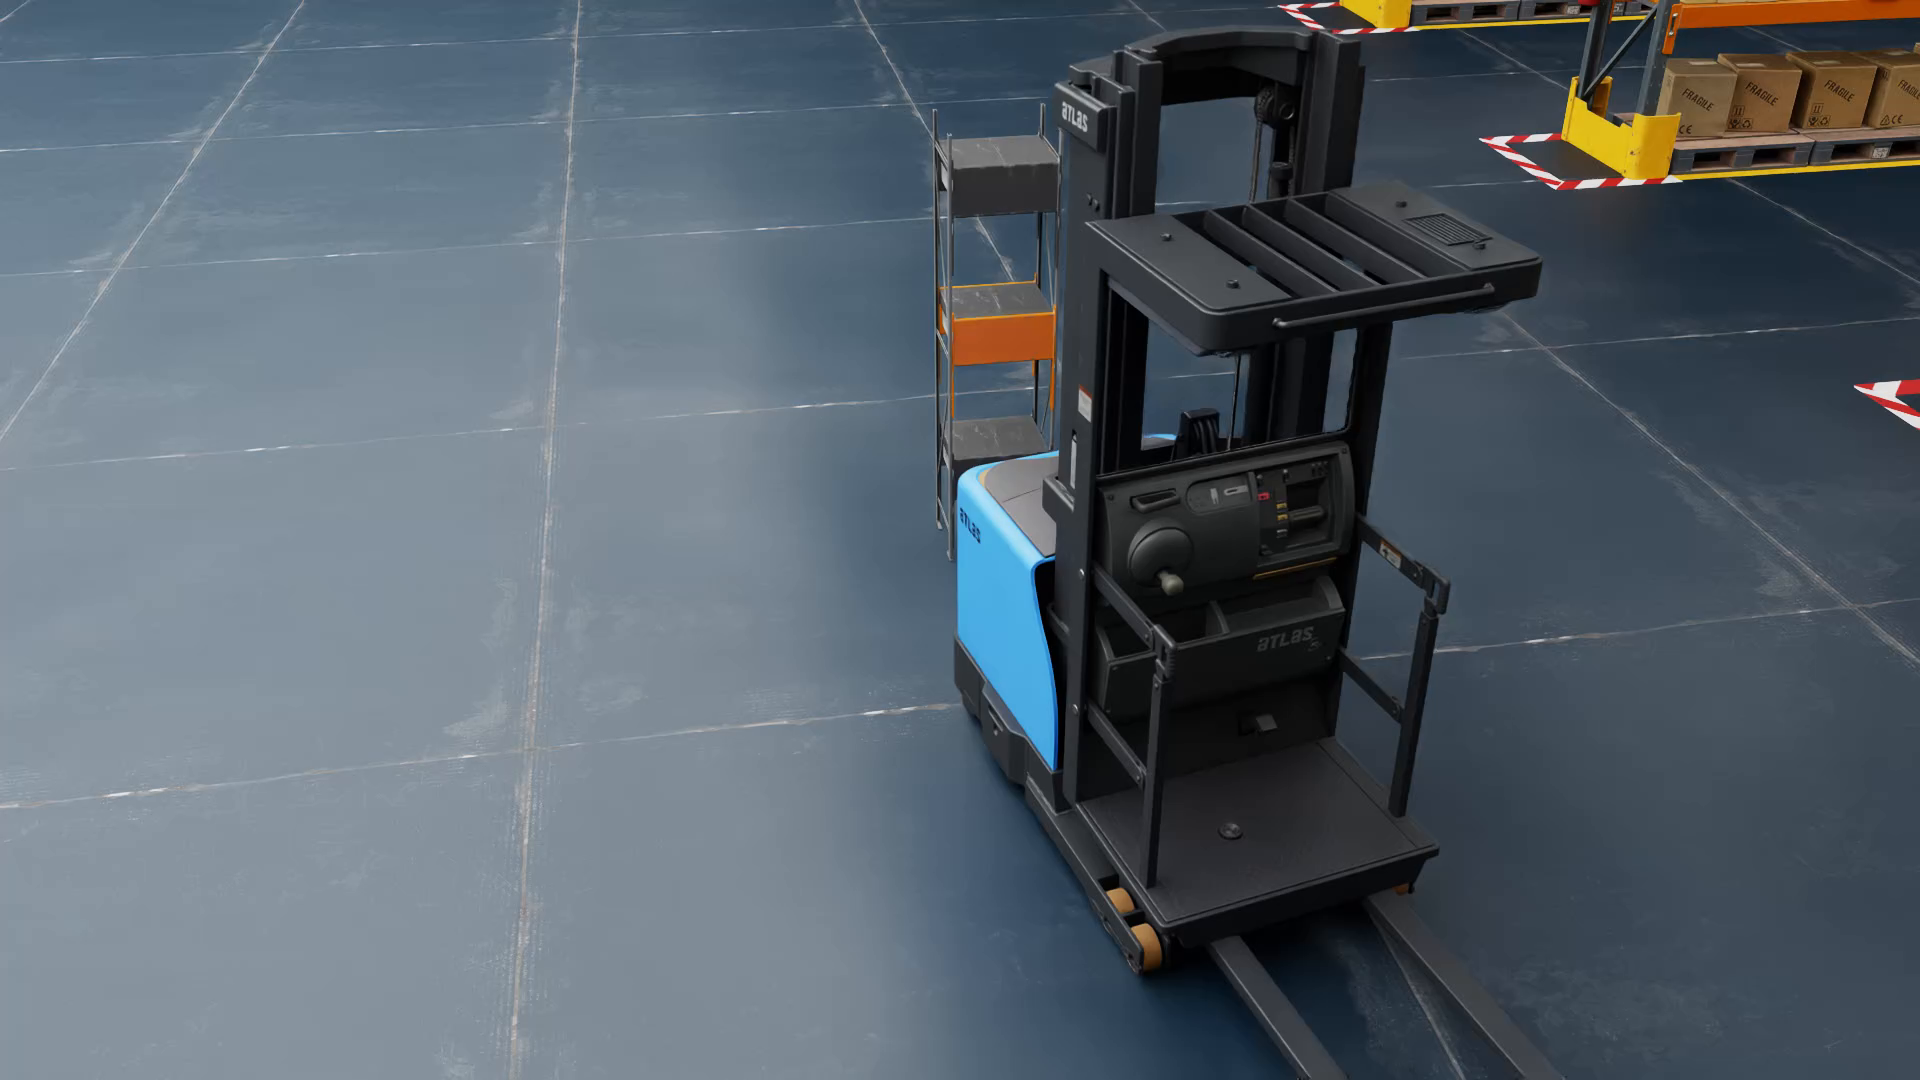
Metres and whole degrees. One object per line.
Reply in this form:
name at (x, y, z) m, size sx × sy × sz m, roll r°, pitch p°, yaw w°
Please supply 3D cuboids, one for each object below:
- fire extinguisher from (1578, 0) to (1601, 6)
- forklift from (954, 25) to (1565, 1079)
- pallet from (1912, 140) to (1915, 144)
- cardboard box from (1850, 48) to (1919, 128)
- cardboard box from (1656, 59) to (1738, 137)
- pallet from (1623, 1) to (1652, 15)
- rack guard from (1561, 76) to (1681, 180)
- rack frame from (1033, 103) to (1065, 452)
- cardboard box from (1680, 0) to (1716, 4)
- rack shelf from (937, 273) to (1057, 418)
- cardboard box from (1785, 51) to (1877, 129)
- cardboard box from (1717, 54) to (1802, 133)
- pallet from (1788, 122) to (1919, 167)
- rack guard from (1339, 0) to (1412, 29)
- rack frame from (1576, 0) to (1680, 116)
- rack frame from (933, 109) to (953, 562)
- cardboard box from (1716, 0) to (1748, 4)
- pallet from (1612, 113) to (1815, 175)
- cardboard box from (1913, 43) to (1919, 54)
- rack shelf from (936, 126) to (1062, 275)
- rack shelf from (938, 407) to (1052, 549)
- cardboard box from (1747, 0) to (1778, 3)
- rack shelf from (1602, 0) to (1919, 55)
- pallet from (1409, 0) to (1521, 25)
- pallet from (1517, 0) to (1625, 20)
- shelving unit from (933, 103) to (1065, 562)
fire extinguisher at (5.055, -4.602, 13.193) m, size 0.183 × 0.674 × 0.296 m, roll -5°, pitch 31°, yaw -9°
forklift at (0.988, -0.019, 5.390) m, size 1.130 × 2.935 × 3.031 m, roll -11°, pitch 32°, yaw -19°
pallet at (8.531, -3.500, 13.994) m, size 1.213 × 0.211 × 1.003 m, roll -5°, pitch 31°, yaw -9°
cardboard box at (7.626, -3.716, 13.662) m, size 0.500 × 0.500 × 0.500 m, roll -8°, pitch 31°, yaw -13°
cardboard box at (5.868, -3.568, 13.411) m, size 0.500 × 0.500 × 0.500 m, roll 0°, pitch 30°, yaw 0°
pallet at (7.625, -6.008, 18.259) m, size 1.213 × 0.211 × 1.003 m, roll -5°, pitch 31°, yaw -9°
rack guard at (5.326, -3.345, 13.446) m, size 0.348 × 0.500 × 1.175 m, roll -5°, pitch 31°, yaw -9°
rack frame at (0.403, -0.943, 7.781) m, size 0.015 × 2.100 × 0.400 m, roll -5°, pitch 31°, yaw -9°
cardboard box at (5.574, -4.215, 12.706) m, size 0.250 × 0.149 × 0.380 m, roll -5°, pitch 31°, yaw -9°
rack shelf at (0.163, -0.908, 7.750) m, size 0.480 × 0.518 × 0.431 m, roll -5°, pitch 31°, yaw -9°
cardboard box at (7.069, -3.687, 13.614) m, size 0.500 × 0.500 × 0.500 m, roll -3°, pitch 31°, yaw -4°
cardboard box at (6.450, -3.640, 13.532) m, size 0.500 × 0.500 × 0.500 m, roll 2°, pitch 31°, yaw 4°
pallet at (7.329, -3.387, 13.802) m, size 1.213 × 0.211 × 1.003 m, roll -5°, pitch 31°, yaw -9°
rack guard at (4.425, -5.838, 17.686) m, size 0.348 × 0.500 × 1.175 m, roll -5°, pitch 31°, yaw -9°
rack frame at (5.251, -4.416, 12.801) m, size 0.127 × 3.000 × 1.000 m, roll -5°, pitch 31°, yaw -9°
rack frame at (-0.077, -0.898, 7.706) m, size 0.015 × 2.100 × 0.400 m, roll -5°, pitch 31°, yaw -9°
cardboard box at (5.824, -4.228, 12.729) m, size 0.250 × 0.149 × 0.380 m, roll -5°, pitch 31°, yaw -9°
pallet at (6.131, -3.277, 13.615) m, size 1.213 × 0.211 × 1.003 m, roll -5°, pitch 31°, yaw -9°
cardboard box at (8.223, -3.812, 13.825) m, size 0.500 × 0.500 × 0.500 m, roll 4°, pitch 31°, yaw 7°
rack shelf at (0.163, -1.512, 7.396) m, size 0.480 × 0.518 × 0.431 m, roll -5°, pitch 31°, yaw -9°
rack shelf at (0.163, -0.305, 8.105) m, size 0.480 × 0.518 × 0.431 m, roll -5°, pitch 31°, yaw -9°
cardboard box at (6.072, -4.243, 12.755) m, size 0.250 × 0.149 × 0.380 m, roll -5°, pitch 31°, yaw -9°
rack shelf at (7.218, -4.288, 13.294) m, size 4.000 × 0.370 × 1.077 m, roll -5°, pitch 31°, yaw -9°
pallet at (5.225, -5.785, 17.881) m, size 1.213 × 0.211 × 1.003 m, roll -5°, pitch 31°, yaw -9°
pallet at (6.423, -5.895, 18.067) m, size 1.213 × 0.211 × 1.003 m, roll -5°, pitch 31°, yaw -9°
shelving unit at (0.163, -0.920, 7.743) m, size 0.503 × 2.100 × 0.431 m, roll -5°, pitch 31°, yaw -9°
